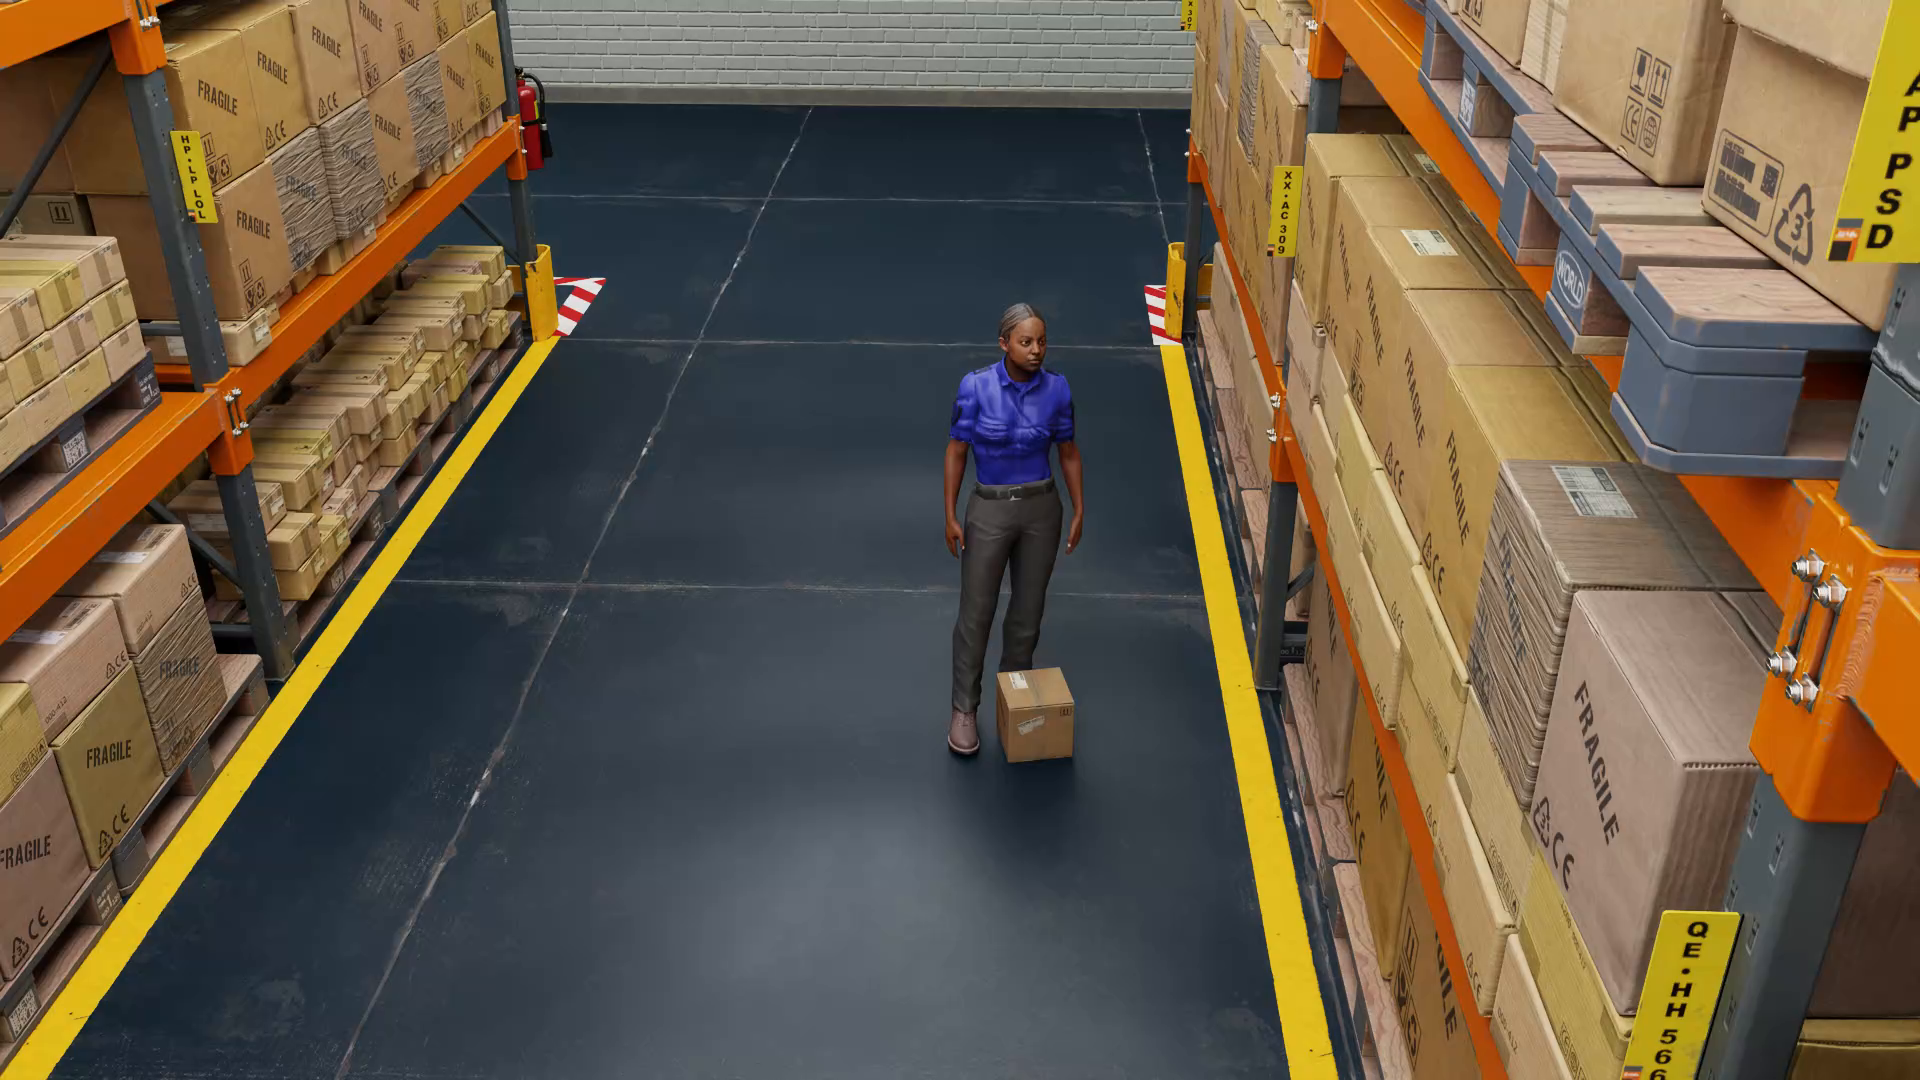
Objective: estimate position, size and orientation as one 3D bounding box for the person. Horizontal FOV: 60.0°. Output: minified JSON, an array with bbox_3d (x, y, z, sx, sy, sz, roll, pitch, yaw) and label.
[{"bbox_3d":[0.201,-0.041,6.185,0.569,1.657,0.502,-6,29,-10],"label":"person"}]
